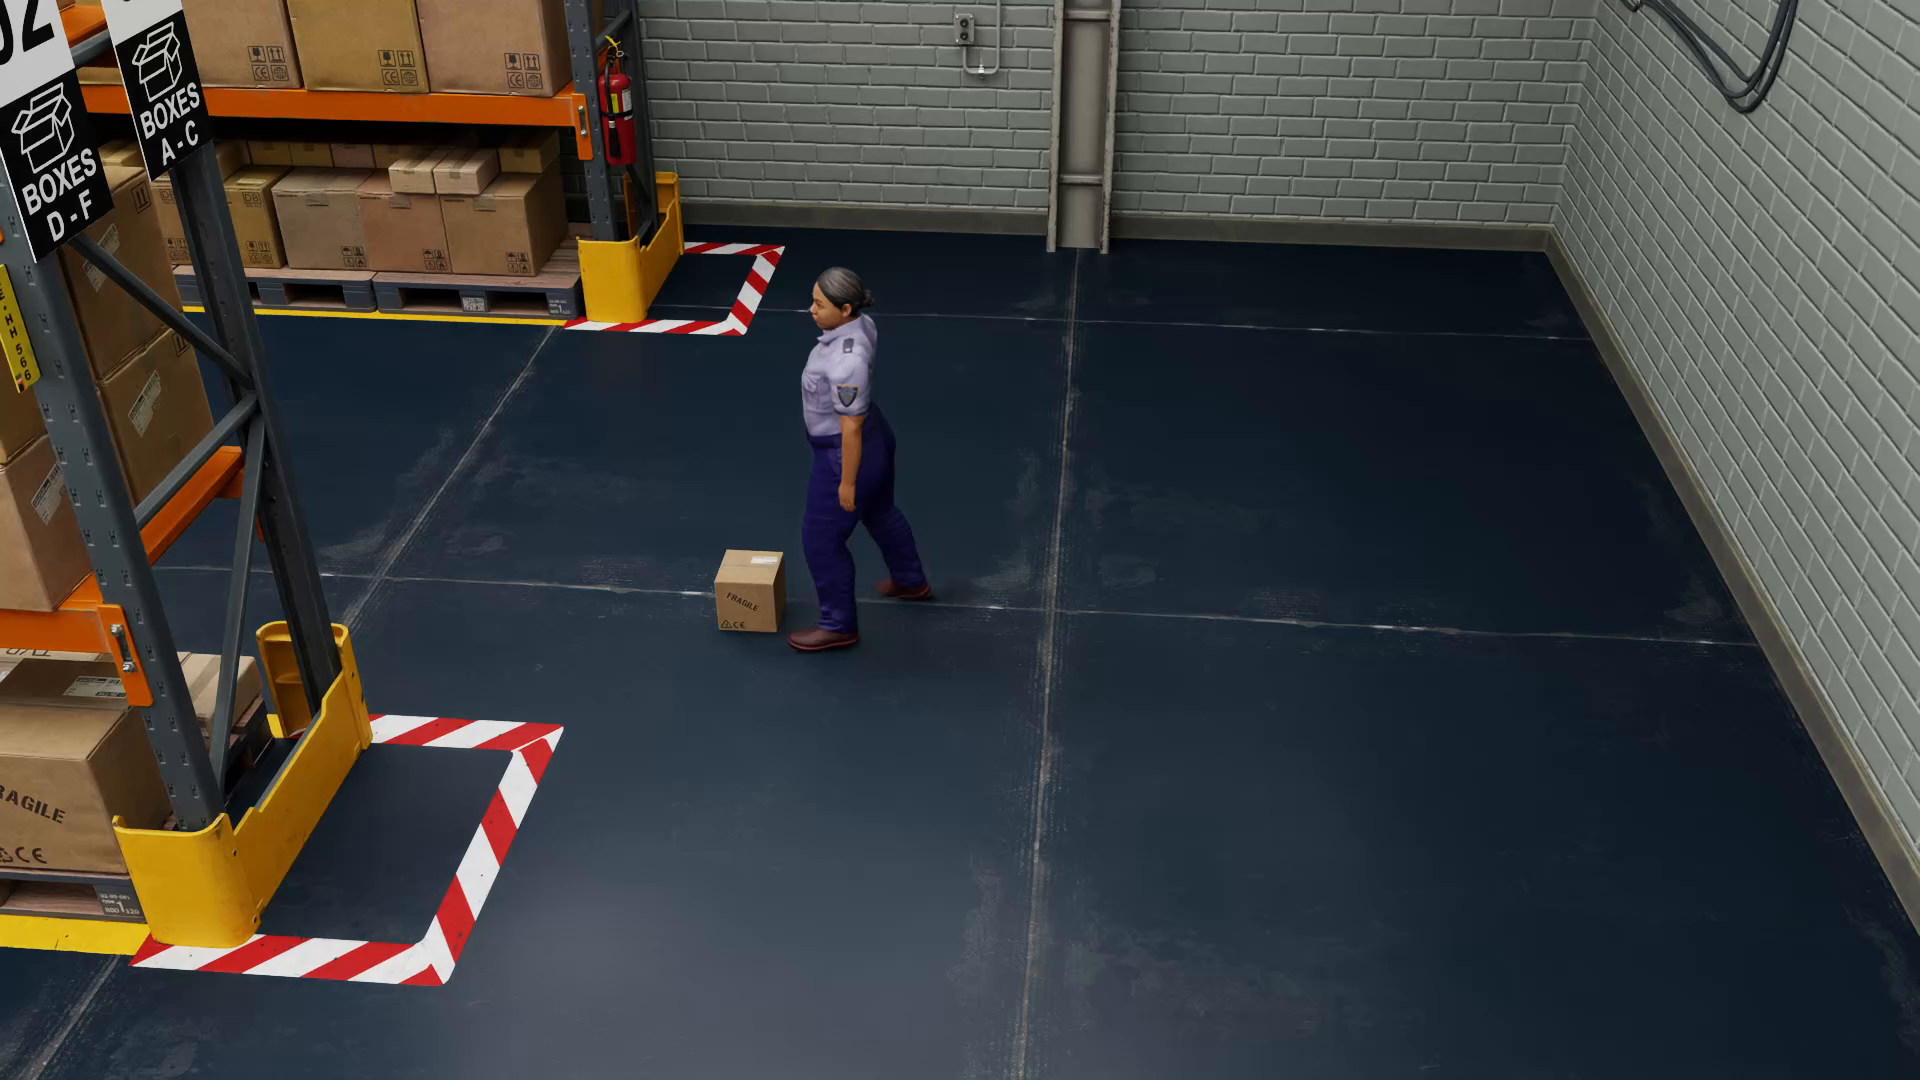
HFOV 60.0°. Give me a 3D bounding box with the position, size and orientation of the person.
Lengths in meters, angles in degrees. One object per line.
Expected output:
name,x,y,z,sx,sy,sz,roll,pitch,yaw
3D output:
person,-0.423,-0.348,6.738,0.572,1.669,0.576,2,32,3
